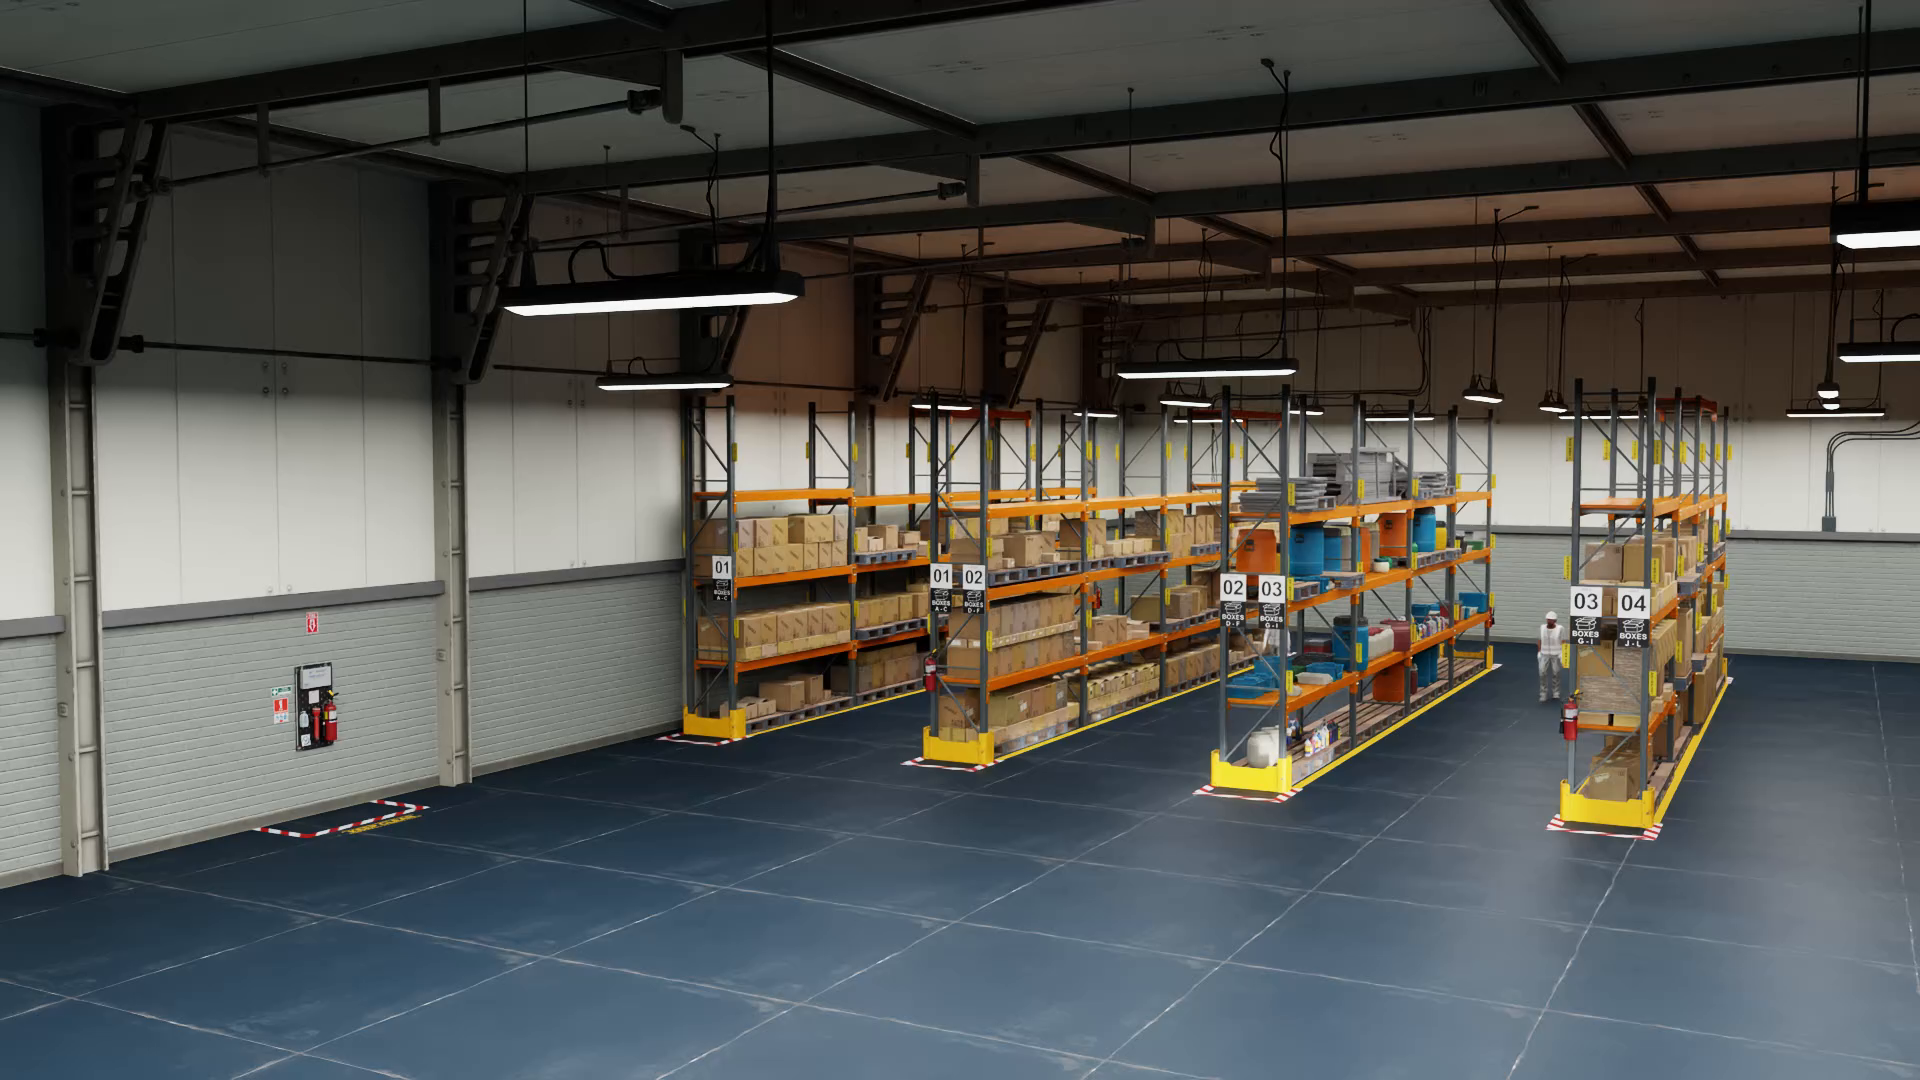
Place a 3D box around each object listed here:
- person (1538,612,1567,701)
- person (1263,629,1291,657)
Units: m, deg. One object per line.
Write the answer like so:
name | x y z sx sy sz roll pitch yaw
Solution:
person | 11.955 2.357 33.627 0.592 1.826 0.562 2 4 35
person | 6.811 2.278 35.943 0.534 1.627 1.031 2 4 32
